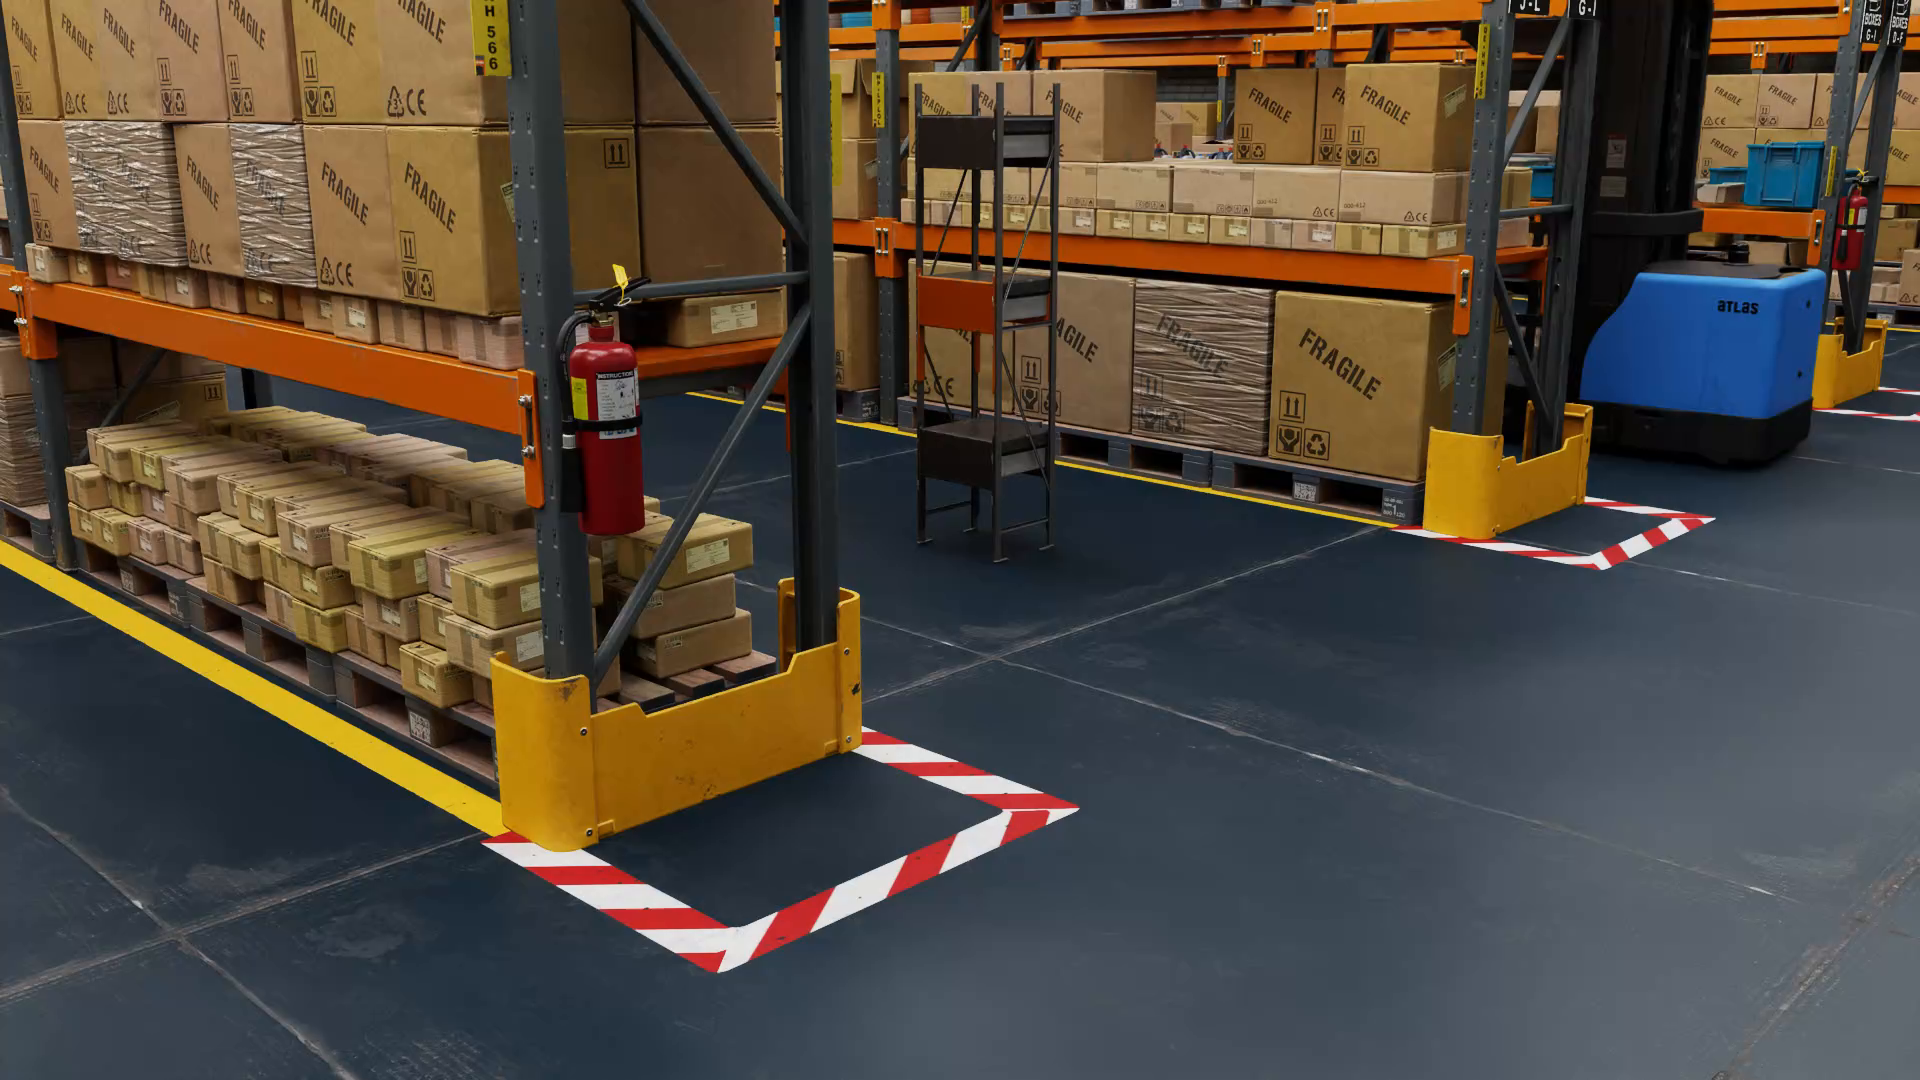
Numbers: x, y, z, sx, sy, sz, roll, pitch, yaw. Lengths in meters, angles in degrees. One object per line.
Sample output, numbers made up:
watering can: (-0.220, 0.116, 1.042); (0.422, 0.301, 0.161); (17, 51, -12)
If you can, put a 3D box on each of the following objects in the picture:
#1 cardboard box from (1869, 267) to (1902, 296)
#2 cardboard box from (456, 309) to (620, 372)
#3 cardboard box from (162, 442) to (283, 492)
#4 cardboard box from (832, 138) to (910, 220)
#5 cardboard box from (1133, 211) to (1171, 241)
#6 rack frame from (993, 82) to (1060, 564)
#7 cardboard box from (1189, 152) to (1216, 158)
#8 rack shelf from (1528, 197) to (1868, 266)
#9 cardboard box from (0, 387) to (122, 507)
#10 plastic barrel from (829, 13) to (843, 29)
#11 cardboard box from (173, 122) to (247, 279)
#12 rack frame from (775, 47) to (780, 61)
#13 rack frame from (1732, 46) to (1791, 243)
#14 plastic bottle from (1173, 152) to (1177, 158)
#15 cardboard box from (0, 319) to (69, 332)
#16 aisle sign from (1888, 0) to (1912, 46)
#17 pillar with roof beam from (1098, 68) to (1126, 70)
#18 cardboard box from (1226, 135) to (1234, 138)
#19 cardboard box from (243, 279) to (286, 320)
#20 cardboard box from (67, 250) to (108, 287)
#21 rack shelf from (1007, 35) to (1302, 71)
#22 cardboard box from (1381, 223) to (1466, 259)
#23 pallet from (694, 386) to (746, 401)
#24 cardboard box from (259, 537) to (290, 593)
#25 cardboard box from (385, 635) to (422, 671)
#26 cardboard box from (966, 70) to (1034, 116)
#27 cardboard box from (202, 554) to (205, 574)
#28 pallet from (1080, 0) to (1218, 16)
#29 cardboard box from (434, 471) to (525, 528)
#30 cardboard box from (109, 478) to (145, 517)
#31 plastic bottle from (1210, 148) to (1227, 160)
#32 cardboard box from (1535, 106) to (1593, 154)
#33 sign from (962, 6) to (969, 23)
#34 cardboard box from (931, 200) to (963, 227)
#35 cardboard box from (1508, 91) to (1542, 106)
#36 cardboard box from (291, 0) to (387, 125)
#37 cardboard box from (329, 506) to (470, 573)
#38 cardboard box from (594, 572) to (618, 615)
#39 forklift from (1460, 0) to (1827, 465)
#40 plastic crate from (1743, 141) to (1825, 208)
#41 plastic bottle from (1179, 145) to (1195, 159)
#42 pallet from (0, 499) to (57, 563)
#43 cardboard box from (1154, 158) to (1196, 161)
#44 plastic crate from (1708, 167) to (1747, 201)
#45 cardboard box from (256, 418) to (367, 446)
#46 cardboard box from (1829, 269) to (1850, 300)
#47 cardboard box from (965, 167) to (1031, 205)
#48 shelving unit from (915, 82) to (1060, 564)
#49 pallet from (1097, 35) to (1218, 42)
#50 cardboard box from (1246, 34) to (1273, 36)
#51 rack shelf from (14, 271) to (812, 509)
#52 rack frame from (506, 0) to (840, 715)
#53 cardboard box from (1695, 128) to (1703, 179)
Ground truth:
cardboard box: (9.074, -2.498, 16.151); (0.500, 0.250, 0.500); (14, 20, 42)
cardboard box: (-1.197, -0.586, 4.730); (0.250, 0.149, 0.380); (14, 20, 42)
cardboard box: (-2.964, -0.280, 6.697); (0.250, 0.149, 0.380); (13, 19, 41)
cardboard box: (-0.656, -2.365, 10.861); (0.500, 0.500, 0.500); (14, 20, 42)
cardboard box: (1.165, -1.733, 9.132); (0.380, 0.149, 0.250); (-14, 20, -43)
rack frame: (0.295, -0.944, 7.392); (0.015, 2.100, 0.400); (14, 20, 42)
cardboard box: (3.030, -4.767, 20.778); (0.250, 0.149, 0.380); (14, 20, 42)
rack shelf: (4.748, -2.485, 12.948); (4.000, 0.370, 1.077); (14, 20, 42)
cardboard box: (-4.353, -0.479, 7.946); (0.500, 0.500, 0.500); (13, 20, 41)
plastic barrel: (-1.463, -6.113, 18.502); (0.600, 0.901, 0.600); (0, 15, 0)
cardboard box: (-2.359, -1.193, 5.774); (0.500, 0.500, 0.500); (-13, 20, -41)
rack frame: (-2.451, -4.583, 19.574); (0.127, 3.000, 1.000); (14, 20, 42)
rack frame: (10.185, -4.982, 21.102); (0.127, 3.000, 1.000); (14, 20, 42)
plastic bottle: (2.025, -3.567, 15.903); (0.133, 0.283, 0.061); (14, 20, 42)
cardboard box: (-4.718, -0.935, 8.209); (0.500, 0.250, 0.500); (-13, 20, -42)
aisle sign: (6.445, -3.783, 11.344); (0.004, 0.787, 0.394); (14, 20, 42)
pillar with roof beam: (-0.338, -9.238, 25.539); (0.400, 9.000, 9.100); (14, 20, 42)
cardboard box: (4.236, -6.440, 26.956); (0.500, 0.250, 0.500); (14, 20, 43)
cardboard box: (-2.265, -0.871, 5.823); (0.250, 0.149, 0.380); (14, 20, 43)
cardboard box: (-3.431, -1.139, 6.854); (0.380, 0.149, 0.250); (-14, 20, -43)
rack shelf: (2.430, -6.235, 21.391); (4.000, 0.370, 1.077); (14, 20, 42)
cardboard box: (2.265, -1.465, 8.105); (0.380, 0.149, 0.250); (-14, 20, -43)
pallet: (-1.620, -1.270, 12.387); (1.213, 0.211, 1.003); (14, 20, 42)
cardboard box: (-2.273, 0.063, 5.972); (0.380, 0.149, 0.250); (-13, 20, -41)
cardboard box: (-1.675, 0.332, 5.530); (0.250, 0.149, 0.380); (14, 20, 42)
cardboard box: (0.387, -2.501, 9.801); (0.500, 0.500, 0.500); (14, 20, 42)
cardboard box: (-2.764, 0.053, 6.599); (0.250, 0.149, 0.380); (13, 19, 40)
pallet: (1.857, -4.861, 15.064); (1.213, 0.211, 1.003); (14, 20, 42)
cardboard box: (-1.711, -0.139, 6.158); (0.380, 0.149, 0.250); (-14, 20, -42)
cardboard box: (-3.362, -0.220, 7.058); (0.250, 0.149, 0.380); (14, 20, 43)
plastic bottle: (2.286, -3.293, 14.720); (0.185, 0.351, 0.144); (14, 20, 42)
cardboard box: (6.563, -4.457, 18.057); (0.500, 0.500, 0.700); (7, 16, 24)
sign: (0.052, -5.183, 16.134); (0.005, 0.325, 0.100); (14, 20, 42)
cardboard box: (0.041, -2.005, 10.175); (0.250, 0.149, 0.380); (13, 19, 40)
cardboard box: (7.840, -6.026, 22.796); (0.500, 0.250, 0.500); (13, 20, 41)
cardboard box: (-1.633, -1.501, 4.974); (0.500, 0.500, 0.500); (13, 19, 40)
cardboard box: (-1.881, 0.007, 5.599); (0.250, 0.149, 0.380); (13, 19, 40)
cardboard box: (-1.123, 0.134, 5.699); (0.250, 0.149, 0.380); (14, 20, 42)
forklift: (3.678, -2.131, 10.297); (3.031, 2.935, 1.130); (12, 19, 39)
plastic crate: (5.817, -2.554, 11.596); (0.499, 0.435, 0.616); (14, 20, 42)
plastic bottle: (2.153, -3.575, 15.801); (0.185, 0.351, 0.144); (14, 20, 42)
pallet: (-4.207, -0.188, 8.236); (1.213, 0.211, 1.003); (14, 20, 42)
cardboard box: (1.112, -2.147, 9.929); (0.500, 0.250, 0.500); (-14, 20, -43)
plastic crate: (5.764, -2.649, 12.364); (0.300, 0.233, 0.416); (14, 20, 42)
cardboard box: (-2.813, -0.418, 7.230); (0.250, 0.149, 0.380); (13, 20, 42)
cardboard box: (8.403, -2.486, 16.105); (0.500, 0.250, 0.500); (14, 20, 42)
cardboard box: (0.381, -2.138, 9.896); (0.500, 0.250, 0.500); (14, 20, 42)
shelving unit: (0.119, -0.987, 7.556); (0.503, 2.100, 0.431); (14, 20, 42)
pallet: (2.512, -6.440, 21.123); (1.003, 0.211, 1.213); (-13, 20, -42)
cardboard box: (4.764, -7.975, 25.608); (0.500, 0.500, 0.500); (-11, 18, -36)
rack shelf: (-2.206, -0.704, 6.110); (4.000, 0.370, 1.077); (14, 20, 42)
rack frame: (-0.766, -0.702, 4.676); (0.127, 3.000, 1.000); (14, 20, 42)
cardboard box: (7.297, -3.902, 16.762); (0.500, 0.500, 0.500); (14, 20, 43)
